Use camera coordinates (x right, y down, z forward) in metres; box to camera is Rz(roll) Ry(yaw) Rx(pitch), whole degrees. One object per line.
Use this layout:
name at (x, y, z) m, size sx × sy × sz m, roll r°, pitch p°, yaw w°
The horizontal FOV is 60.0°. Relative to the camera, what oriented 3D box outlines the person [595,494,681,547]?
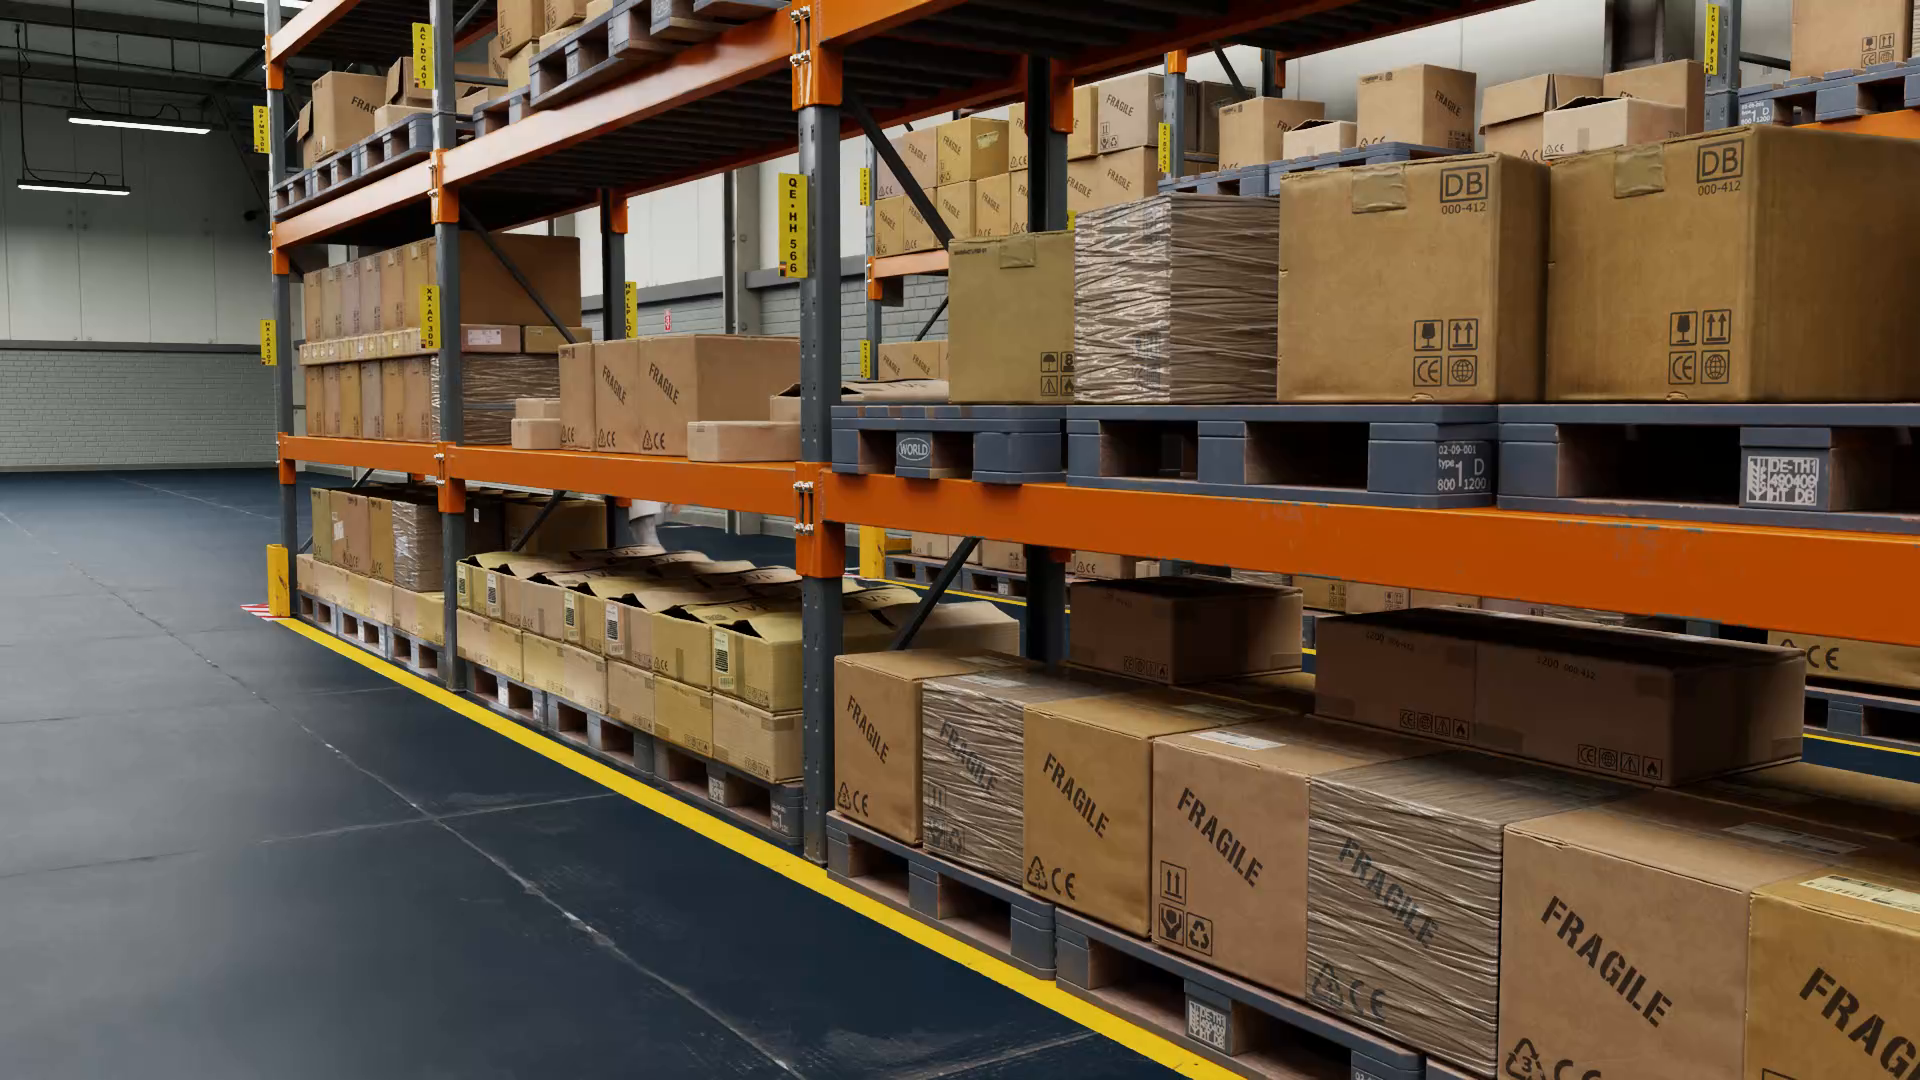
person at (-2.422, -0.358, 12.374) m, size 0.575 × 1.680 × 1.066 m, roll -4°, pitch 6°, yaw -44°
